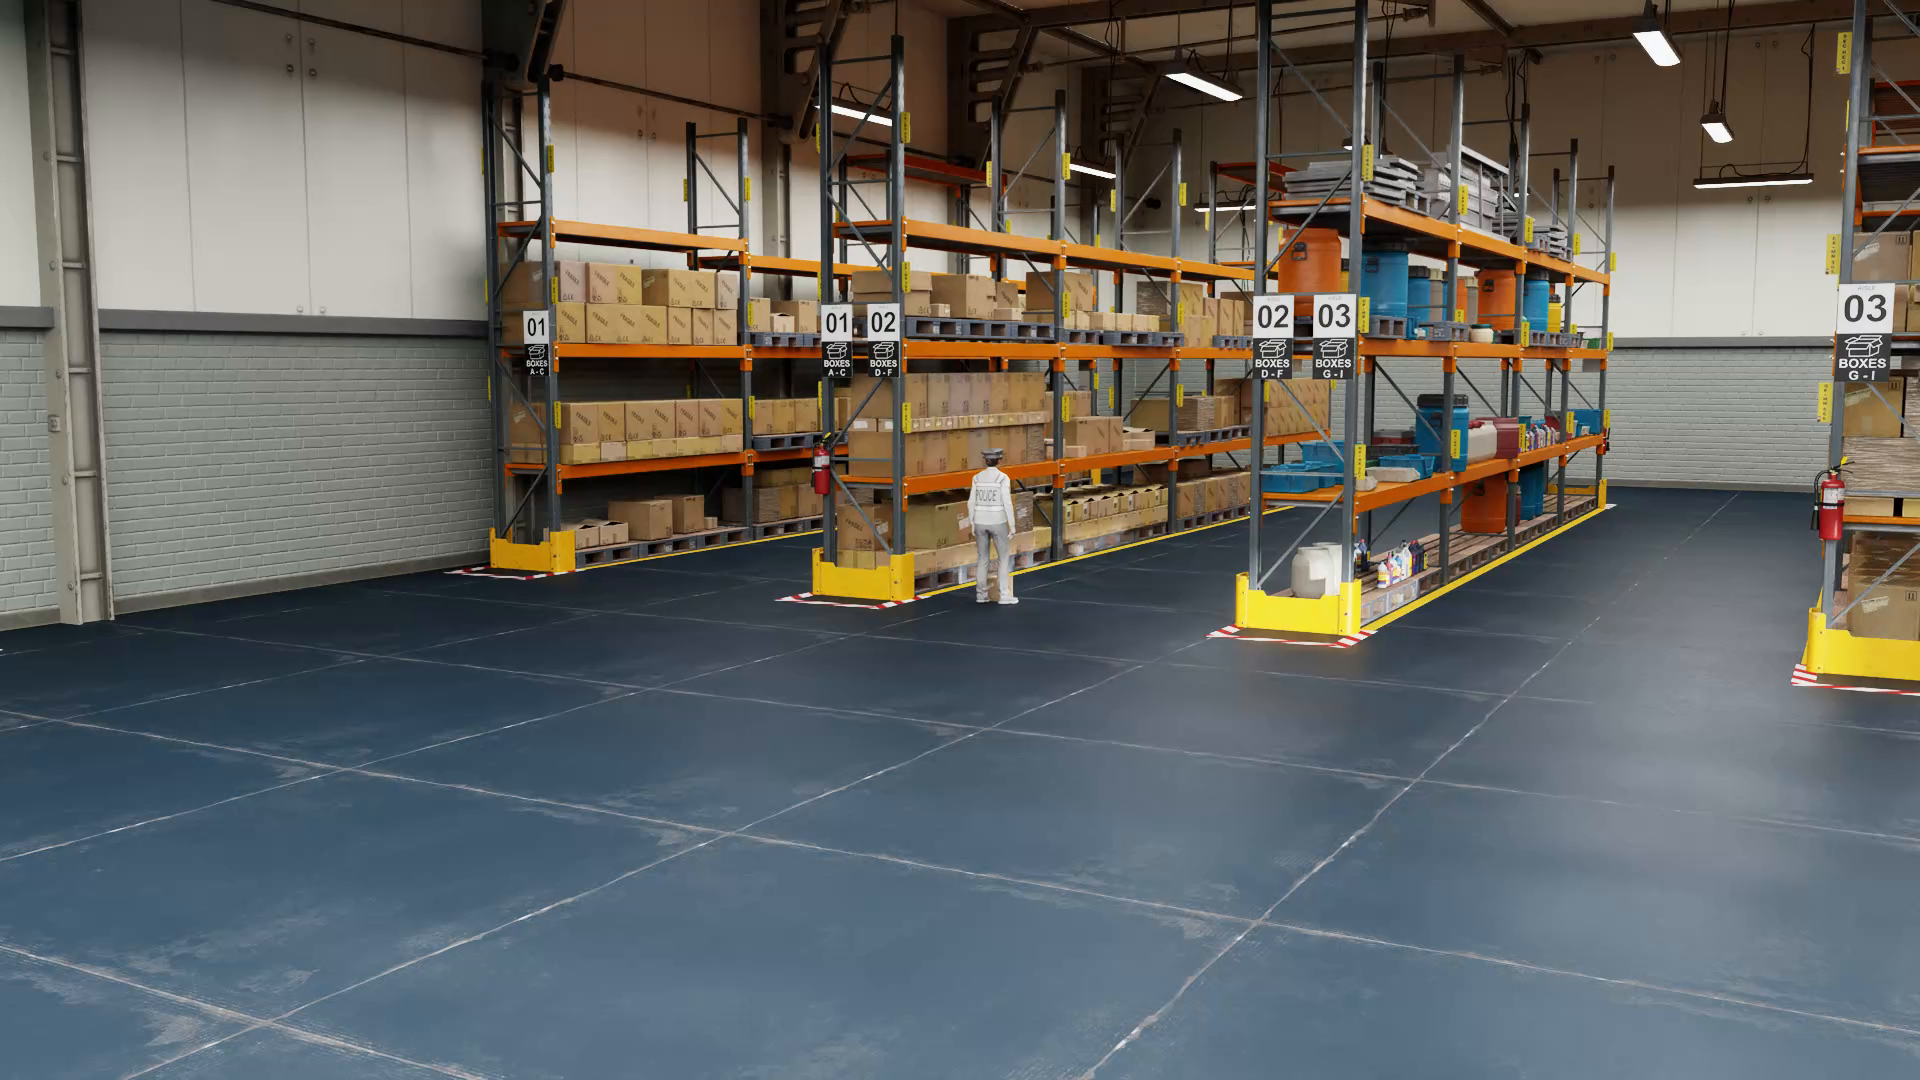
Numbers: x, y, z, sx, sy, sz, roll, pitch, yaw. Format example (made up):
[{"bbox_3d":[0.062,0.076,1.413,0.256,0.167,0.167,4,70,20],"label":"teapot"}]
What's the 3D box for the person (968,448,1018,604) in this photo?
[{"bbox_3d":[0.344,-0.150,17.771,0.528,1.663,0.375,3,7,27],"label":"person"}]
